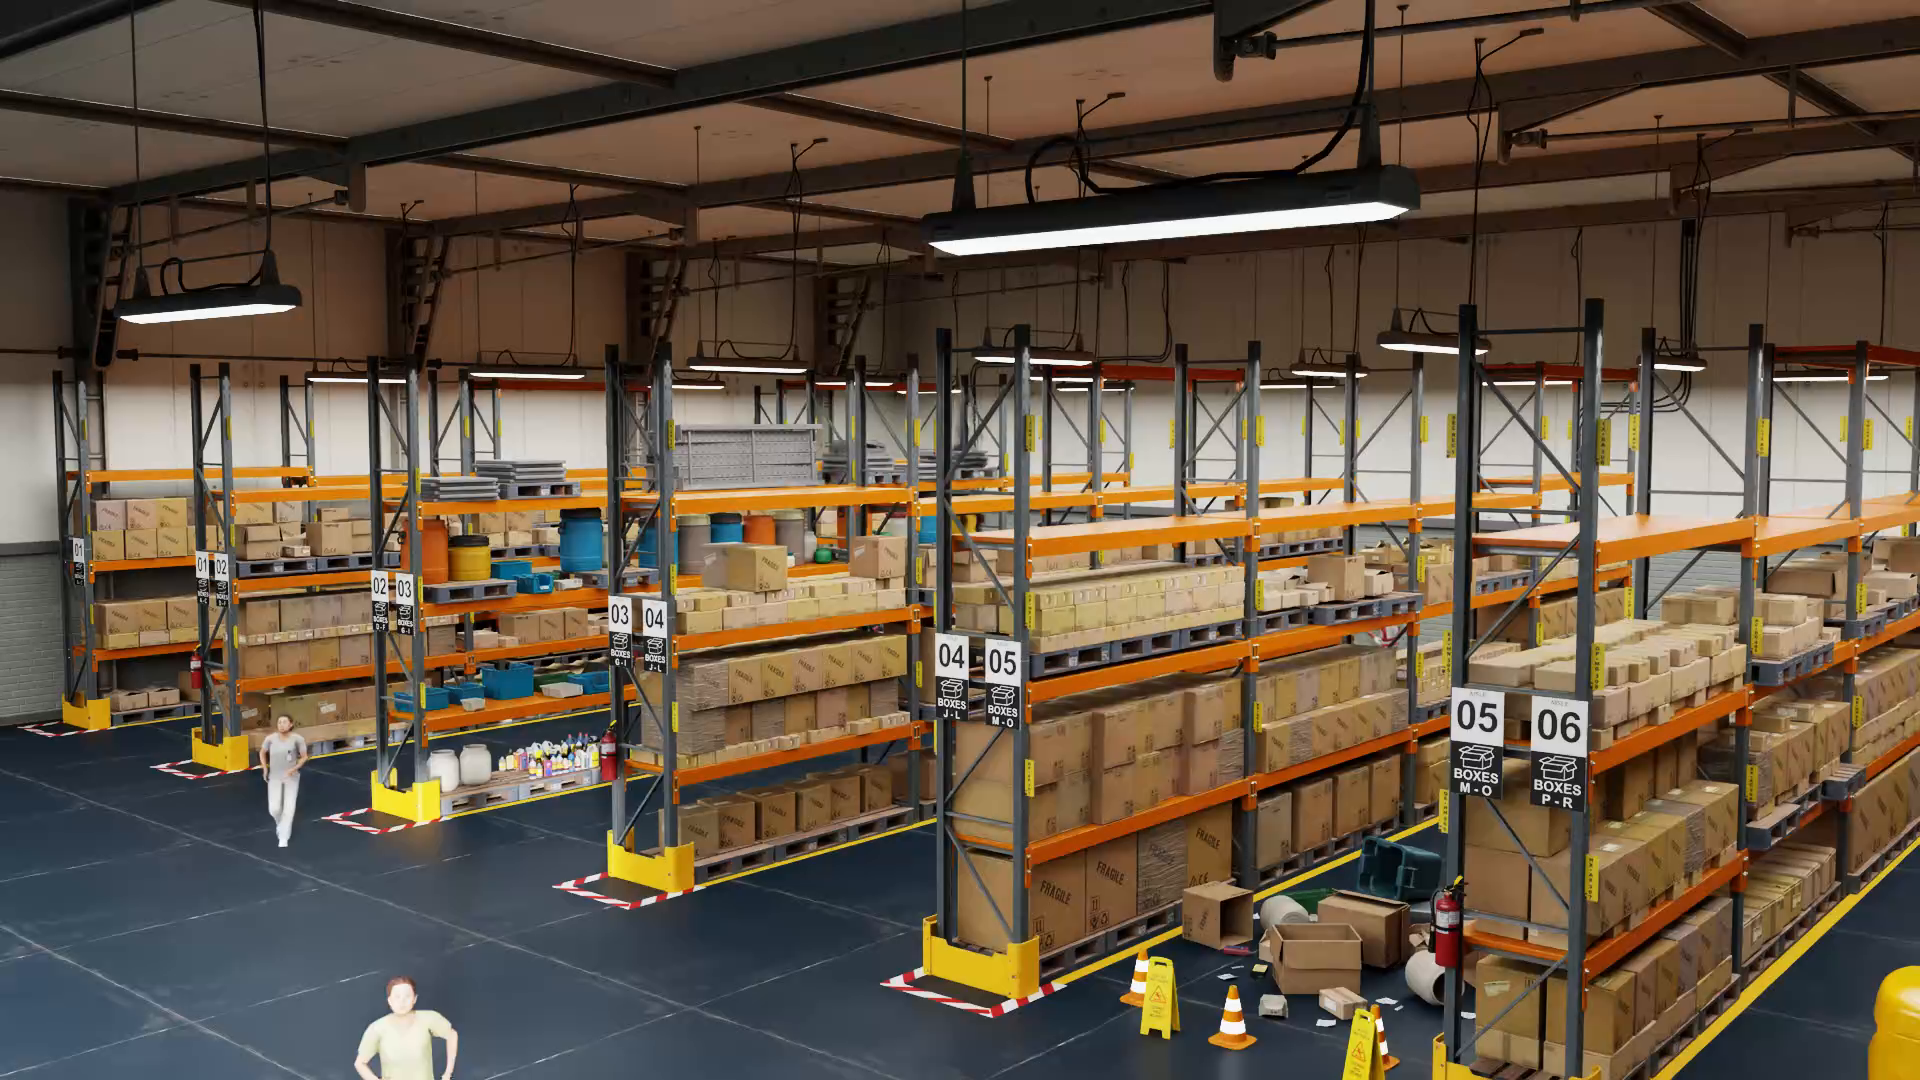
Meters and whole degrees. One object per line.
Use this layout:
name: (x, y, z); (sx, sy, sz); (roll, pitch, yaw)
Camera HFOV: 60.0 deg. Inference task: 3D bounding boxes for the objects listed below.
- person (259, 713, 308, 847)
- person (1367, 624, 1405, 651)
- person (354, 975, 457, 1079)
person: (-8.209, 2.901, 20.180); (0.563, 1.637, 0.517); (-1, 4, -14)
person: (7.956, 2.042, 30.993); (0.653, 1.843, 0.771); (-2, 5, -25)
person: (-3.508, 3.581, 10.562); (0.627, 1.640, 0.525); (-1, 4, -18)
